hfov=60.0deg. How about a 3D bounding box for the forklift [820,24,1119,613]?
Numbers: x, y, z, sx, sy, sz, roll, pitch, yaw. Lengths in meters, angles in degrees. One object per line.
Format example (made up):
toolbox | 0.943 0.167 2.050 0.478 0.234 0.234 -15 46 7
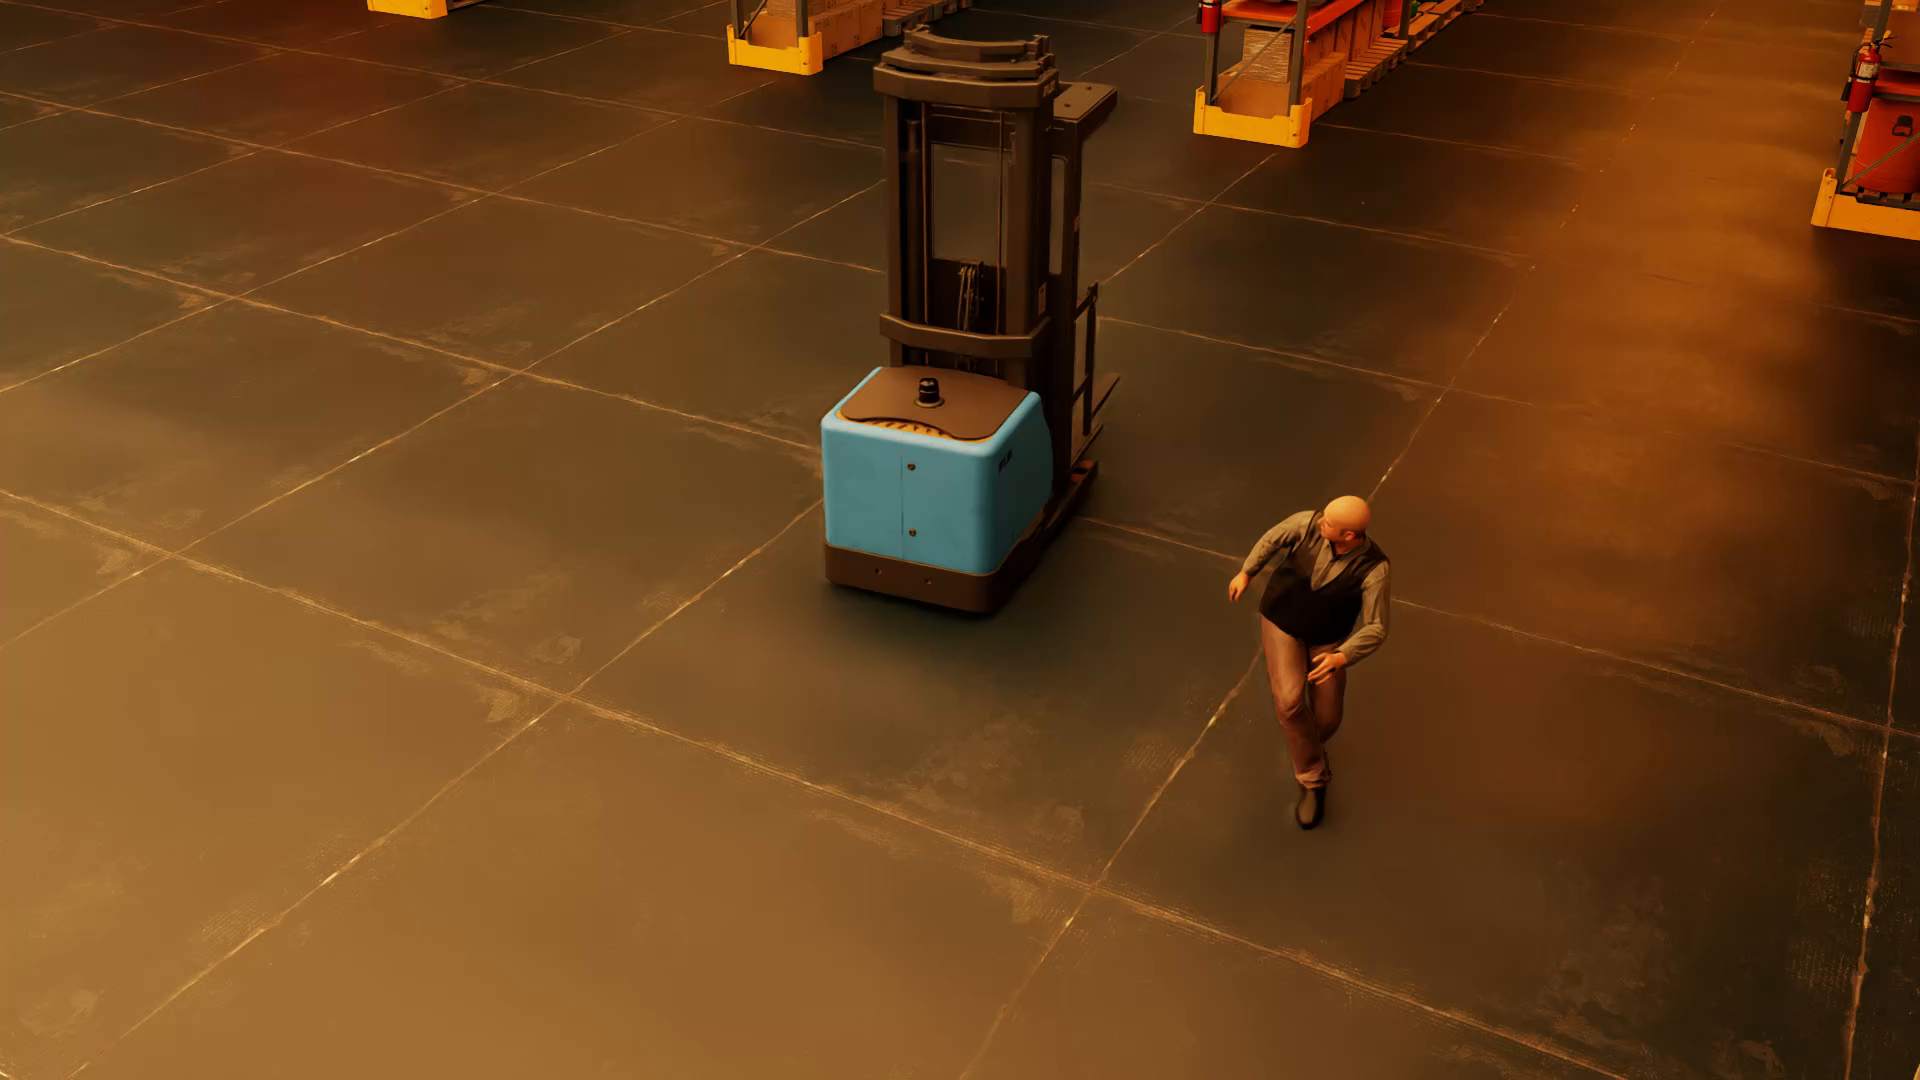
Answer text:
forklift | 0.237 -1.589 9.824 1.130 2.935 3.031 11 32 18

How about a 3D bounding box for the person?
person | 1.564 0.475 7.635 0.748 1.567 0.762 8 31 13
